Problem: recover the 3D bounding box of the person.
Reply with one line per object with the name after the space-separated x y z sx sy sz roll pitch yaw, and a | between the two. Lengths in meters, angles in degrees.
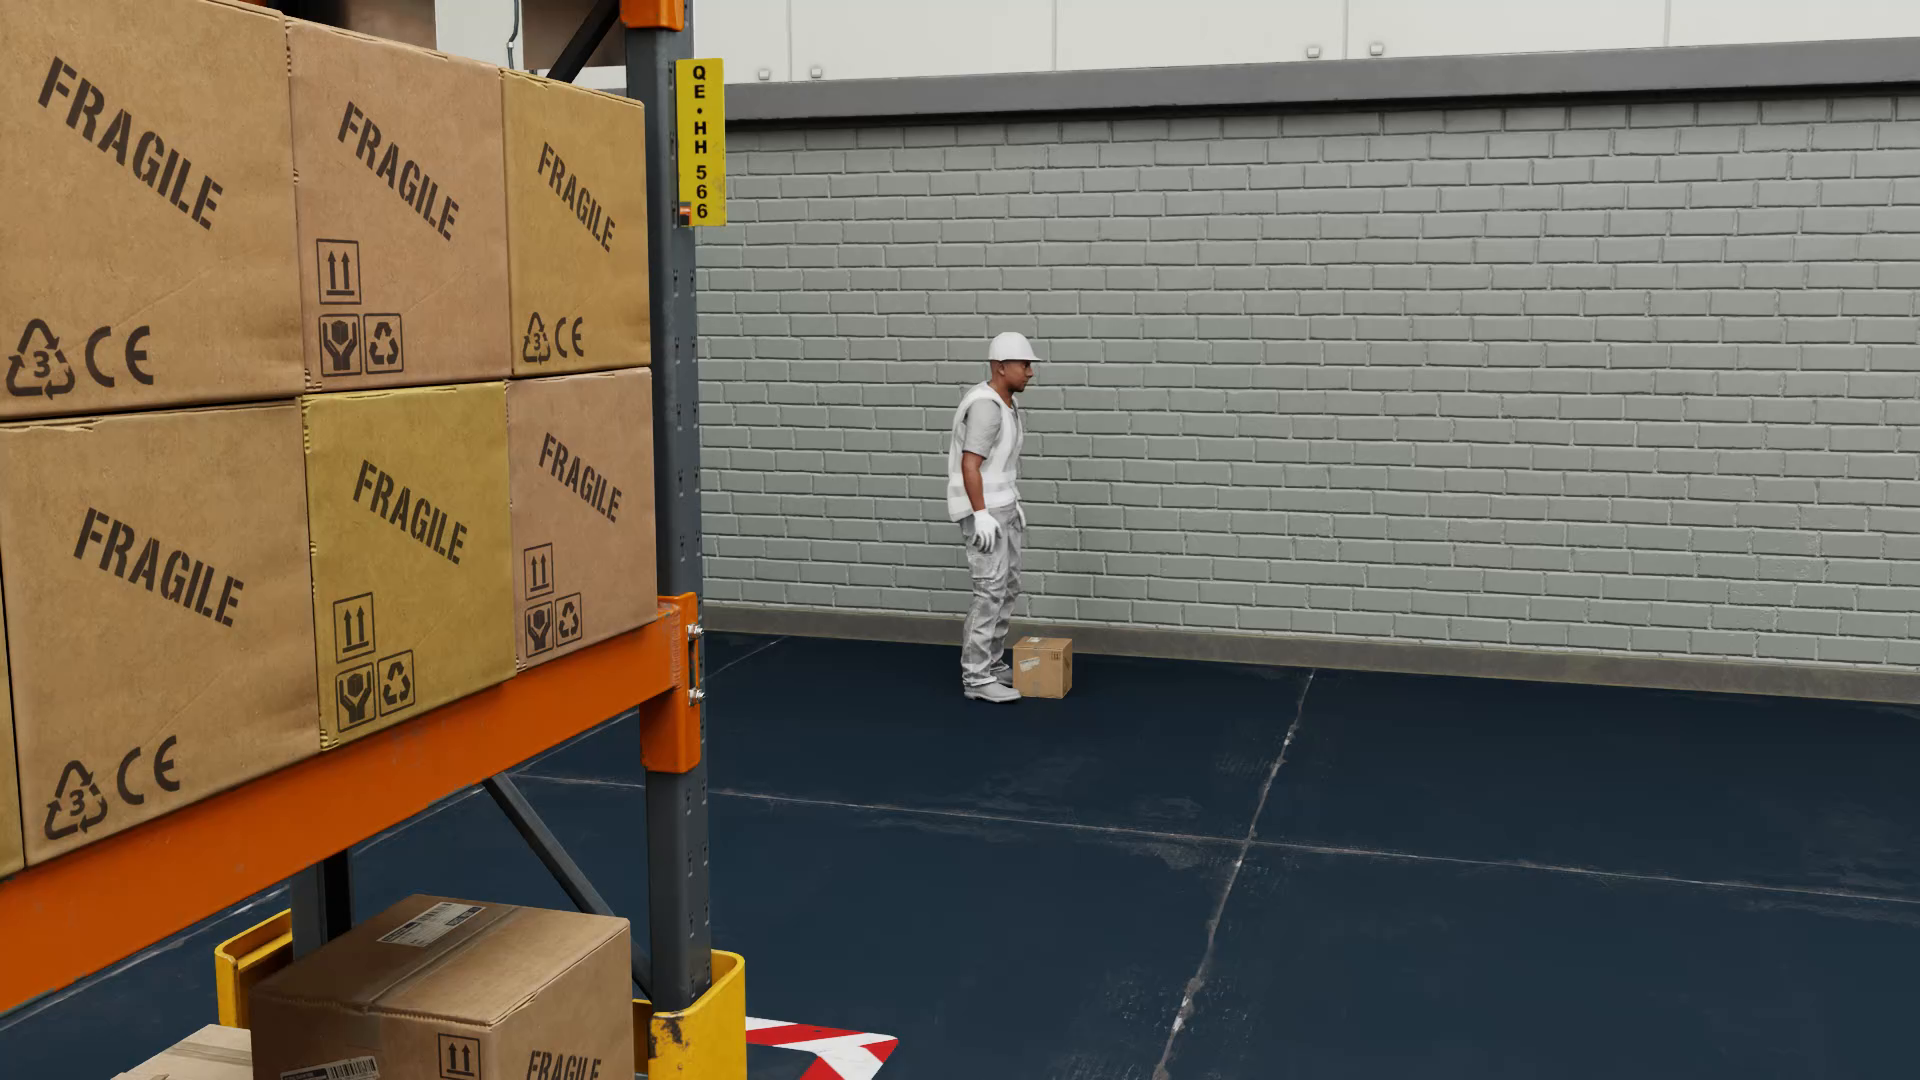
0.175 -0.126 8.161 0.449 1.774 0.617 2 9 16 | person
